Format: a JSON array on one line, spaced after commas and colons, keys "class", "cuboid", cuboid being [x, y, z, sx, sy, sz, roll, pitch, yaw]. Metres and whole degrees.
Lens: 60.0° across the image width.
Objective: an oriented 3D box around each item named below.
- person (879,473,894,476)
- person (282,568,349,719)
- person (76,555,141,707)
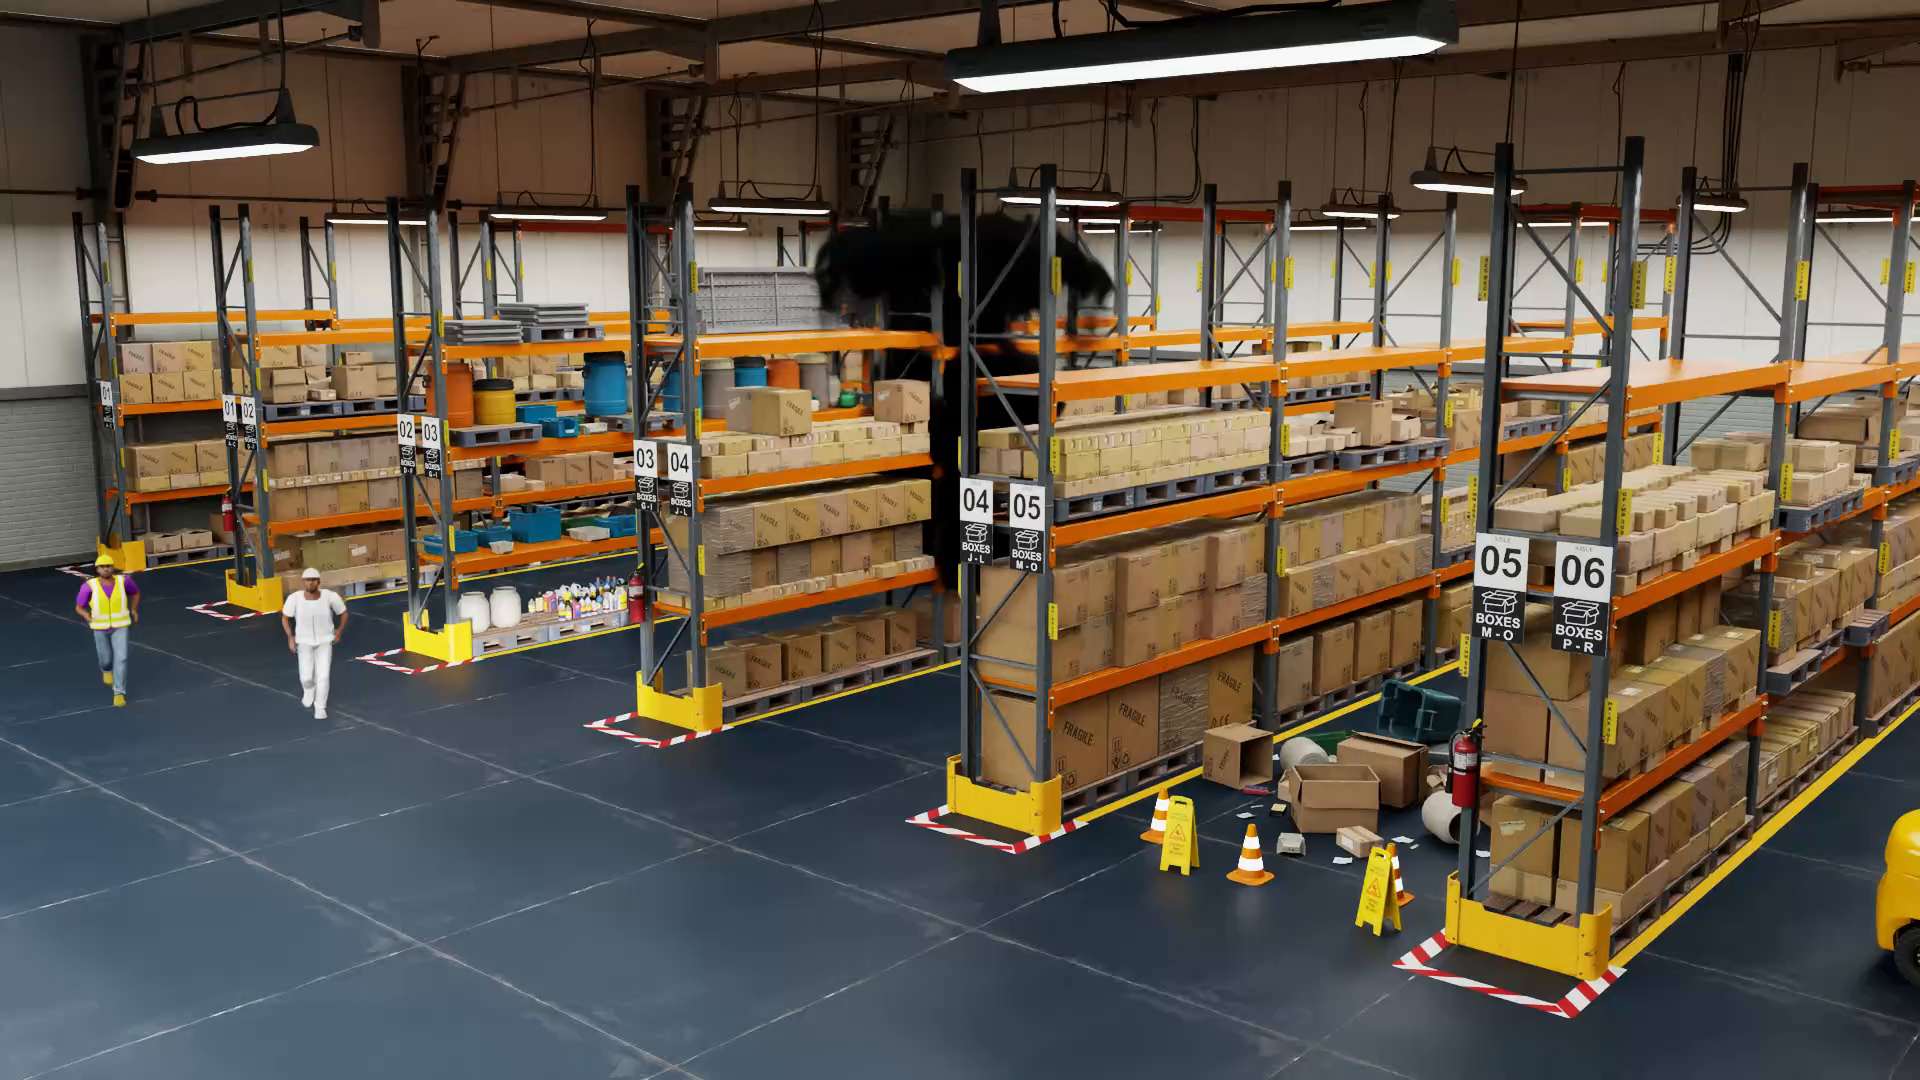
[{"class": "person", "cuboid": [-1.103, -0.171, 25.136, 0.661, 1.868, 0.724, 6, 11, 33]}, {"class": "person", "cuboid": [-7.390, 1.161, 19.114, 0.718, 1.736, 0.577, -3, 10, -20]}, {"class": "person", "cuboid": [-10.095, 1.042, 19.768, 0.699, 1.767, 0.915, -5, 11, -29]}]
